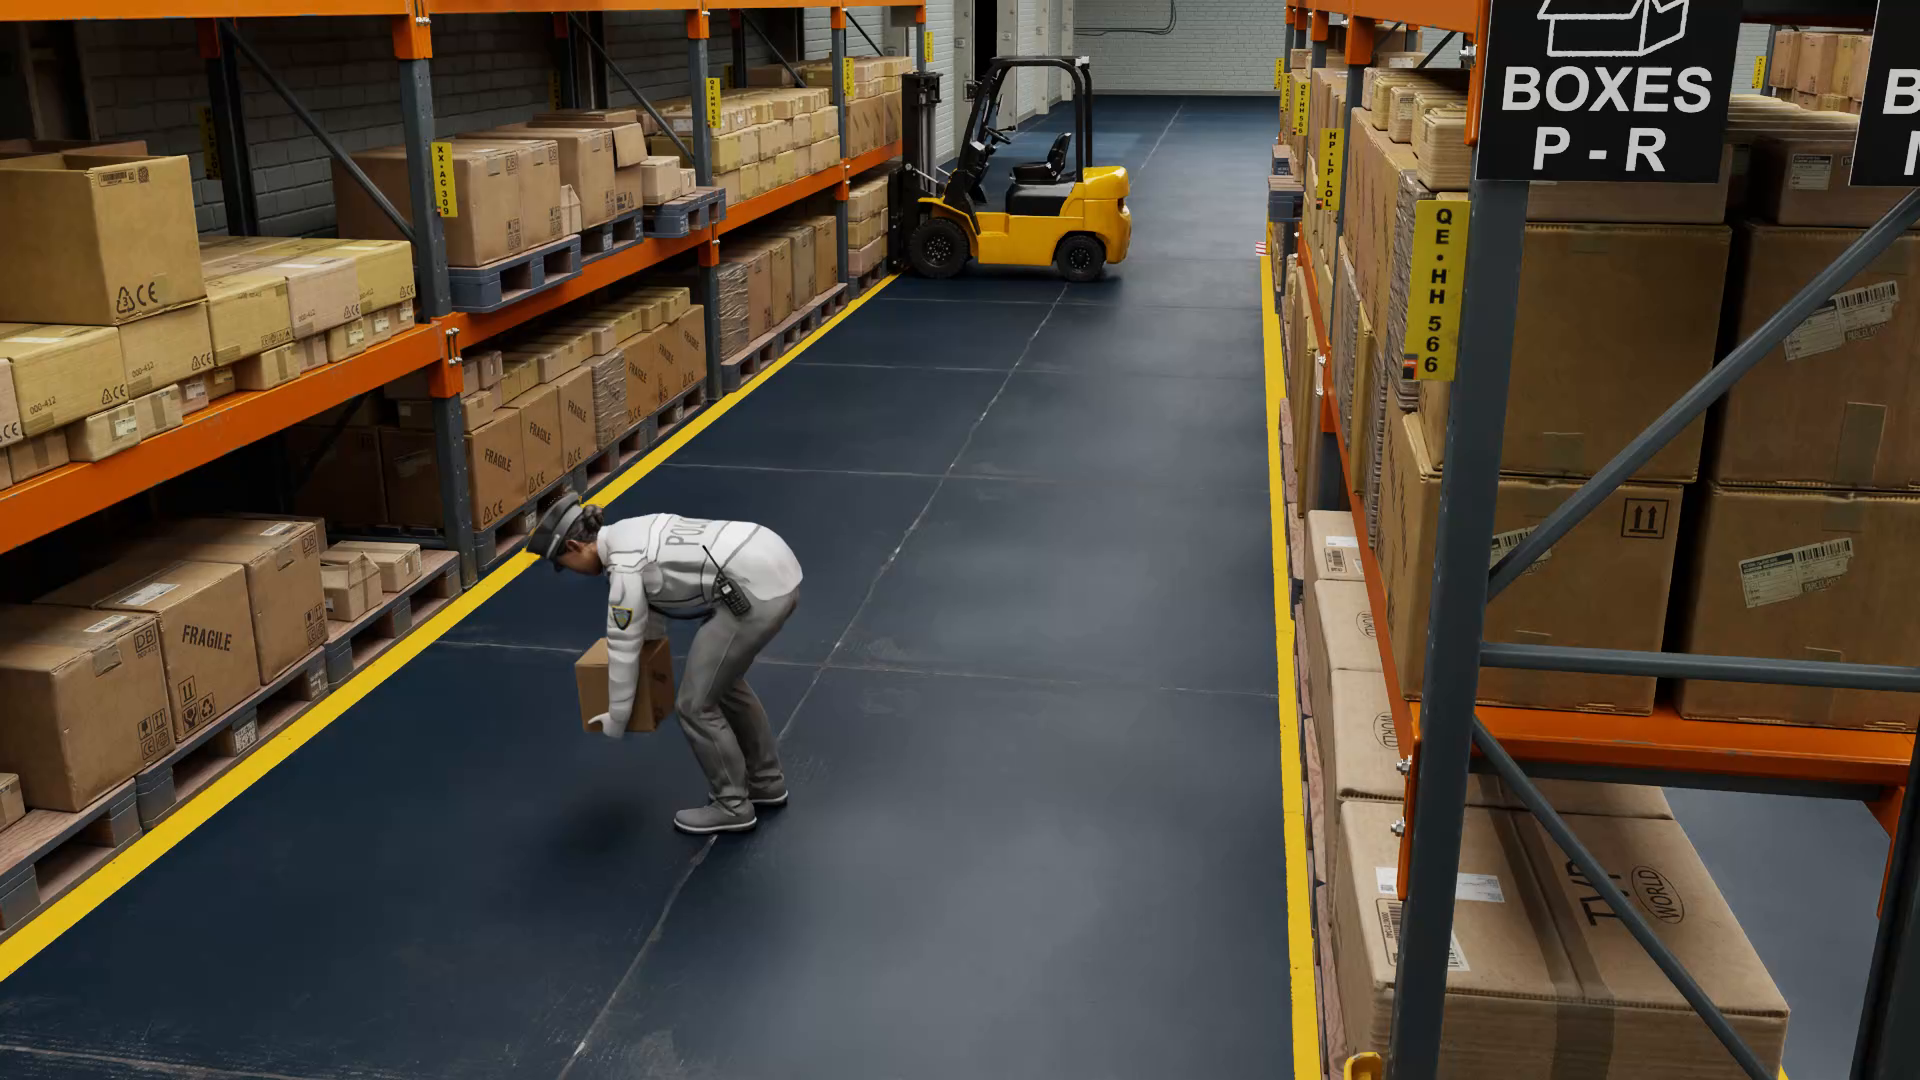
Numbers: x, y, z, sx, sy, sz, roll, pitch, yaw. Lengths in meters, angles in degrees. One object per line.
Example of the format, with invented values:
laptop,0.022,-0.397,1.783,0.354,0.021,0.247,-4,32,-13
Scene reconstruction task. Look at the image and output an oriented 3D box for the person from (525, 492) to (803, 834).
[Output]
person,-0.989,0.406,5.642,0.923,1.151,0.408,2,18,7
